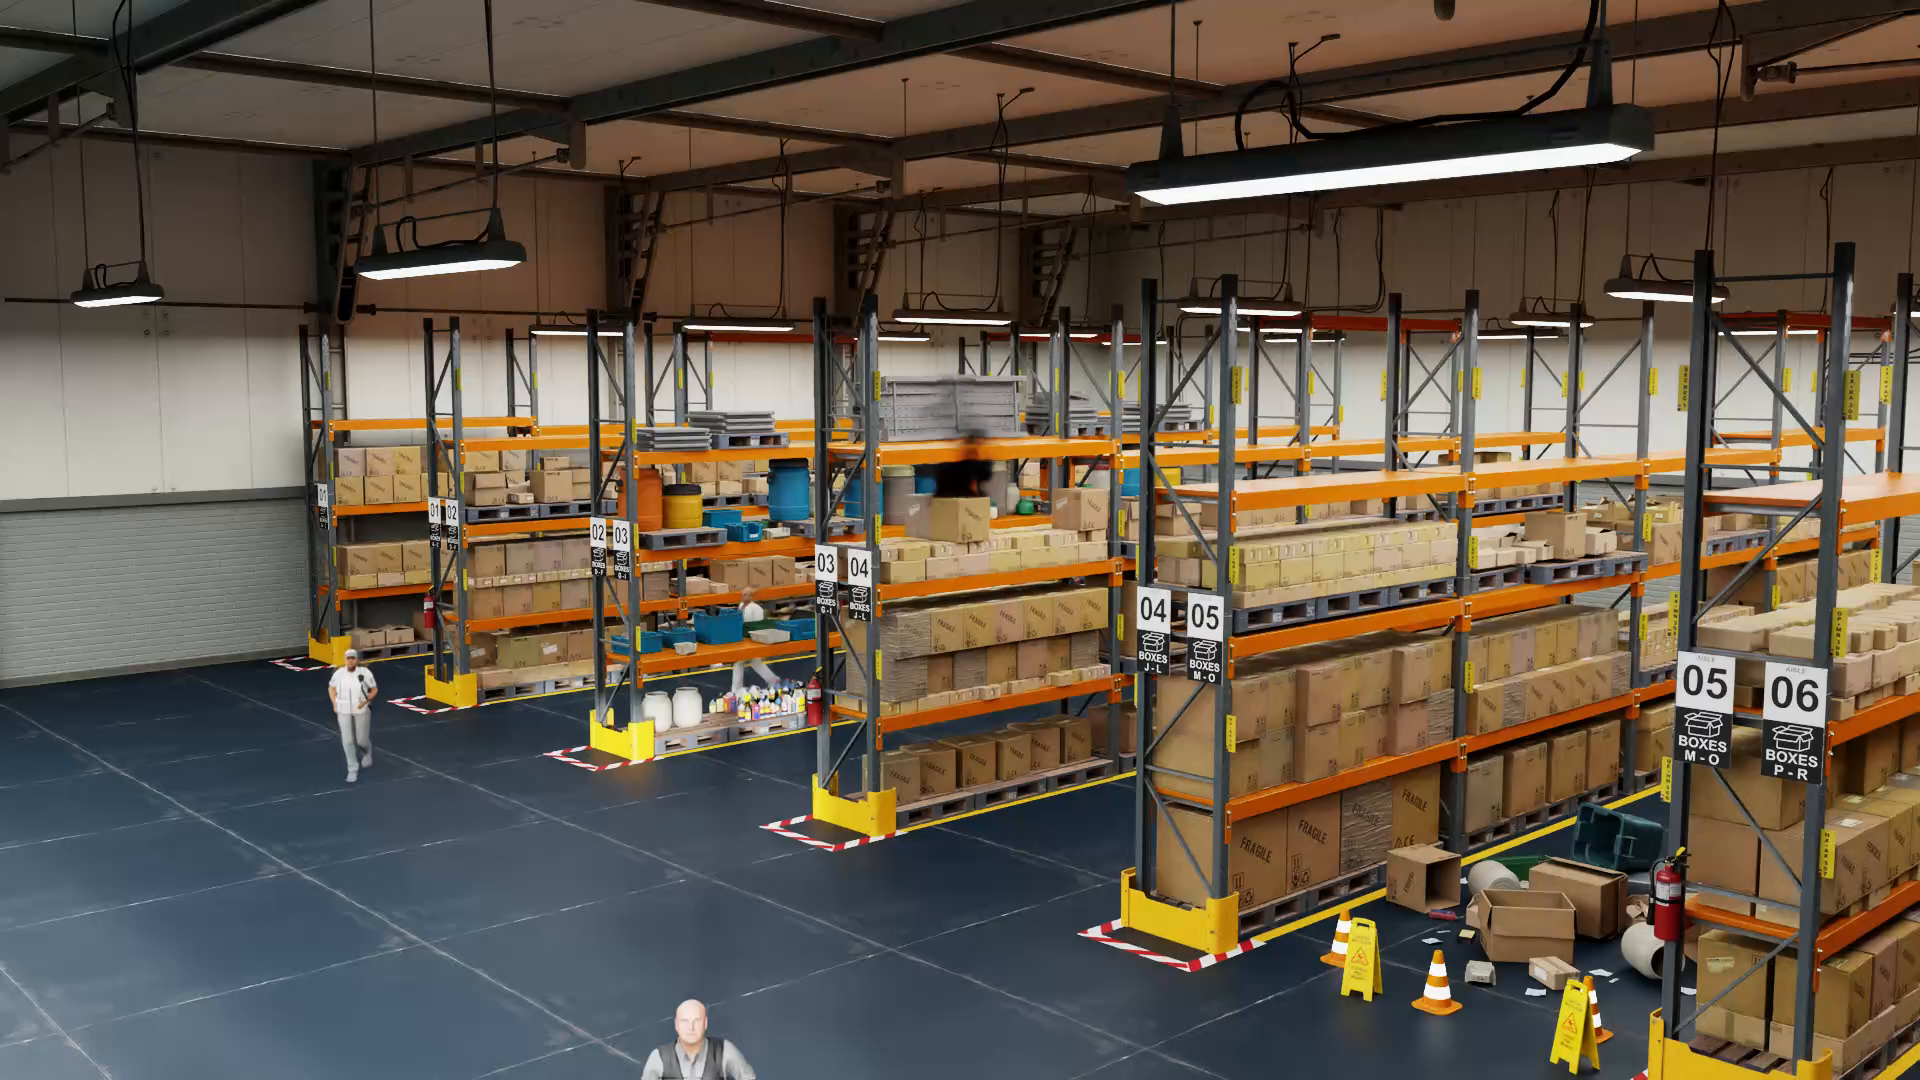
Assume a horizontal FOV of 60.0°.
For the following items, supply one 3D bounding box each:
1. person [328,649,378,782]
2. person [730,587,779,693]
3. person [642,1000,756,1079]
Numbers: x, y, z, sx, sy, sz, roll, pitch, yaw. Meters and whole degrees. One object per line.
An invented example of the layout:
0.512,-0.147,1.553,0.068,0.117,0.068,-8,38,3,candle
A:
-7.763,2.208,21.280,0.613,1.659,0.720,-1,6,-13,person
-3.280,1.617,26.036,0.698,1.770,1.064,5,8,41,person
-1.469,3.400,9.222,0.668,1.682,0.569,-1,6,-6,person
